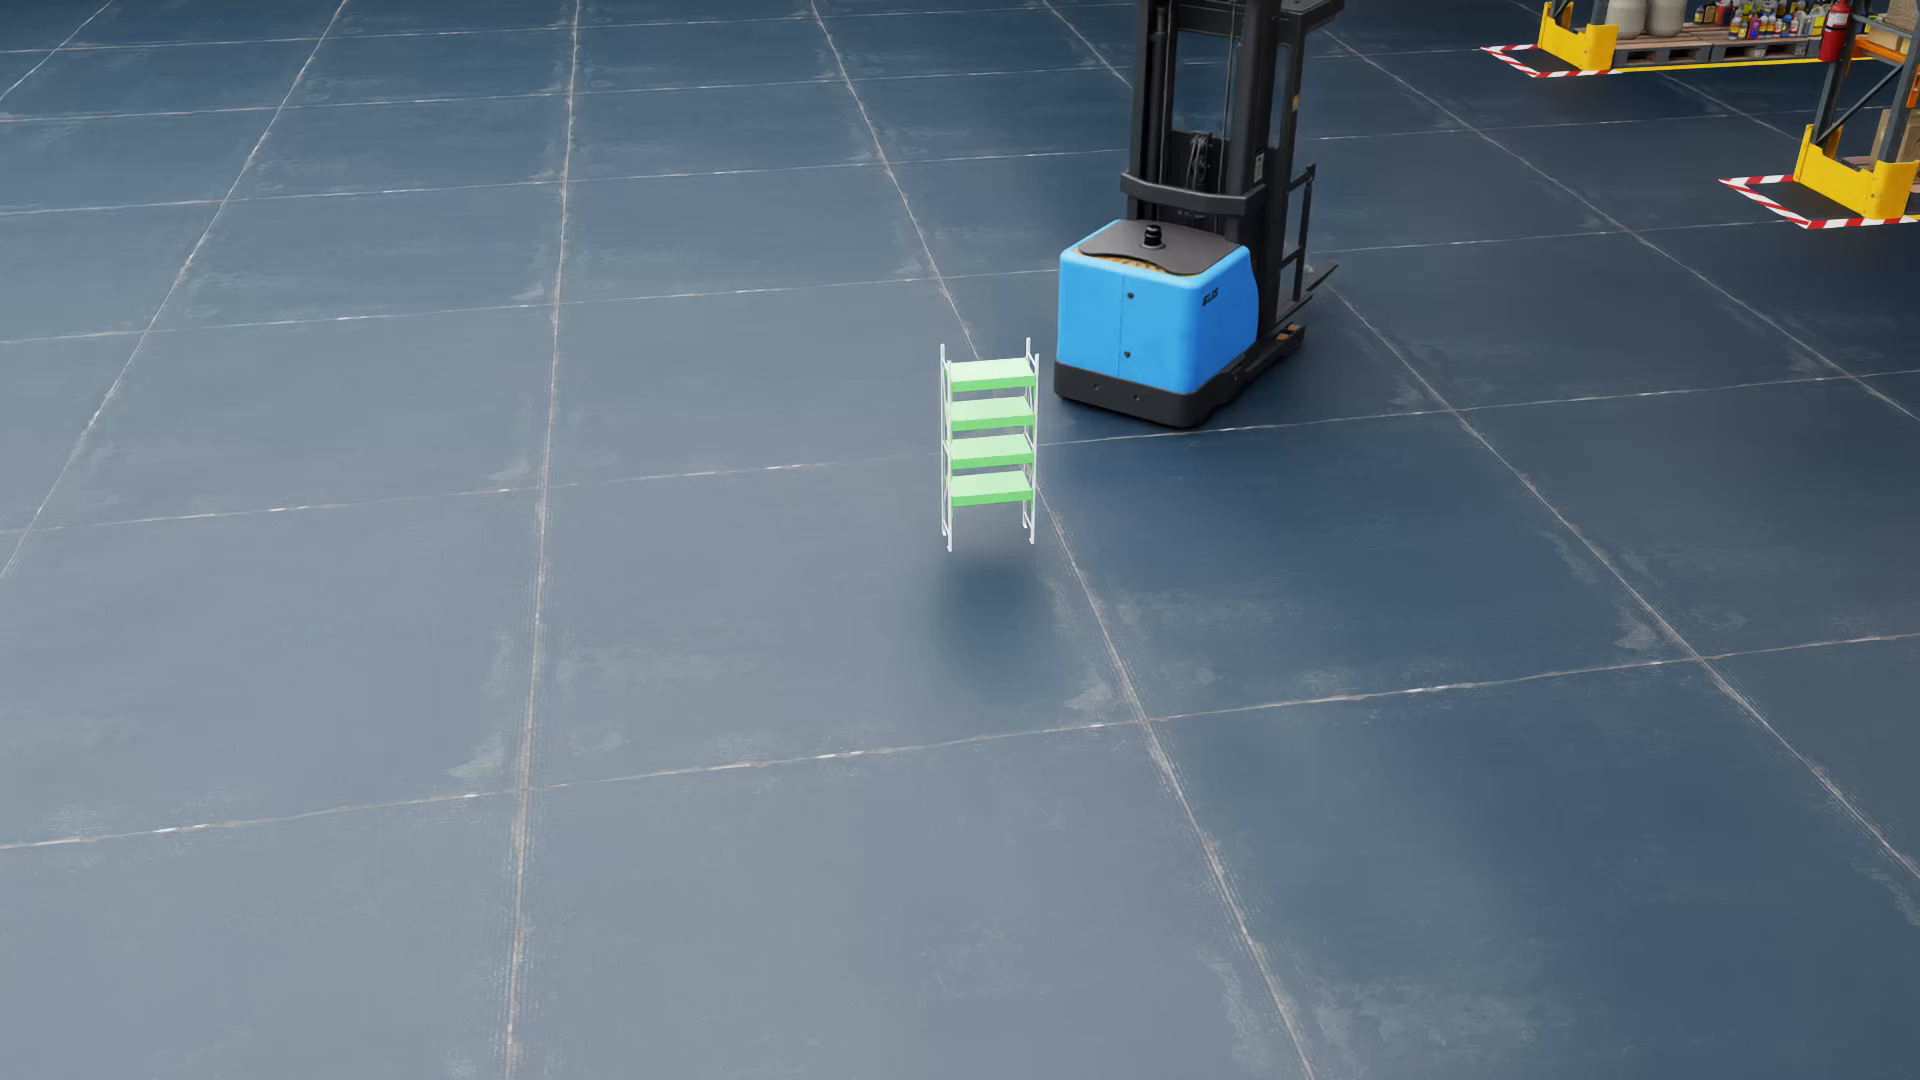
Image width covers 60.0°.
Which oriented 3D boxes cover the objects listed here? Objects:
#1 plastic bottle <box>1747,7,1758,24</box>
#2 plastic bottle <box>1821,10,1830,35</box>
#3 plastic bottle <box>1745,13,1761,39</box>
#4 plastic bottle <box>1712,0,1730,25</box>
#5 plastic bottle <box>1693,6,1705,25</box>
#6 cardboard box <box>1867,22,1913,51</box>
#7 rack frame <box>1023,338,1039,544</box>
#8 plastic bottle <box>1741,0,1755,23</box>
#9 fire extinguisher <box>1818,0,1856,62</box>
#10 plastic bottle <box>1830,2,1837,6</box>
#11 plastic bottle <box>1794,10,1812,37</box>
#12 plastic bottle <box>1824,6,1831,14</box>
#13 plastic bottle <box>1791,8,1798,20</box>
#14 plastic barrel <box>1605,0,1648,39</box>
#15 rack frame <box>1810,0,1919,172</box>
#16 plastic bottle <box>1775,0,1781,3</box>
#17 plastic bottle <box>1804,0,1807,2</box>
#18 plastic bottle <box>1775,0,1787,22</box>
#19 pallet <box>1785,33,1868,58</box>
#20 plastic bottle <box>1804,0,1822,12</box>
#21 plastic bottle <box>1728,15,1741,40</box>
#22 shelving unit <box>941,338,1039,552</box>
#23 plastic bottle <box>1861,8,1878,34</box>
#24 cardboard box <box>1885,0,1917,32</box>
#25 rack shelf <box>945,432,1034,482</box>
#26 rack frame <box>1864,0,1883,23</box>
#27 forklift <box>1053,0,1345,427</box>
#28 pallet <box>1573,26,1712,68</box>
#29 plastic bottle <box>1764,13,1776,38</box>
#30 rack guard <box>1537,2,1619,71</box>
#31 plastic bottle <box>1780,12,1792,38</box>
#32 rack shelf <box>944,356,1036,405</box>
[{"bbox_3d":[9.375,-6.202,19.665,0.097,0.201,0.097,0,30,0],"label":"plastic bottle"},{"bbox_3d":[10.043,-5.978,19.202,0.133,0.283,0.061,-3,31,-6],"label":"plastic bottle"},{"bbox_3d":[9.097,-5.890,19.053,0.133,0.283,0.061,-5,31,-8],"label":"plastic bottle"},{"bbox_3d":[9.012,-6.260,19.691,0.135,0.276,0.152,-5,31,-9],"label":"plastic bottle"},{"bbox_3d":[8.759,-6.219,19.694,0.097,0.201,0.097,0,30,0],"label":"plastic bottle"},{"bbox_3d":[8.167,-4.400,14.522,0.250,0.149,0.380,-5,31,-9],"label":"cardboard box"},{"bbox_3d":[0.403,-0.555,9.509,0.015,1.200,0.240,-5,31,-9],"label":"rack frame"},{"bbox_3d":[9.310,-6.322,19.722,0.185,0.351,0.144,-4,31,-7],"label":"plastic bottle"},{"bbox_3d":[7.728,-4.566,14.632,0.183,0.674,0.296,-5,31,-9],"label":"fire extinguisher"},{"bbox_3d":[10.474,-6.378,19.964,0.097,0.201,0.097,0,30,0],"label":"plastic bottle"},{"bbox_3d":[9.717,-5.968,19.193,0.135,0.276,0.152,-5,31,-8],"label":"plastic bottle"},{"bbox_3d":[10.144,-6.082,19.386,0.135,0.276,0.152,-5,31,-9],"label":"plastic bottle"},{"bbox_3d":[9.698,-6.024,19.281,0.133,0.283,0.061,-5,31,-9],"label":"plastic bottle"},{"bbox_3d":[7.665,-6.056,19.130,0.421,0.512,0.421,0,30,0],"label":"plastic barrel"},{"bbox_3d":[7.923,-4.380,14.239,0.127,3.000,1.000,-5,31,-9],"label":"rack frame"},{"bbox_3d":[9.742,-6.355,19.844,0.133,0.283,0.061,-4,31,-7],"label":"plastic bottle"},{"bbox_3d":[10.097,-6.395,19.847,0.185,0.351,0.144,-4,31,-8],"label":"plastic bottle"},{"bbox_3d":[9.774,-6.312,19.783,0.097,0.271,0.097,0,30,0],"label":"plastic bottle"},{"bbox_3d":[10.298,-5.972,19.698,1.213,0.211,1.003,-5,31,-9],"label":"pallet"},{"bbox_3d":[10.123,-6.324,19.724,0.185,0.351,0.144,-5,31,-9],"label":"plastic bottle"},{"bbox_3d":[8.871,-5.873,19.036,0.097,0.271,0.097,0,30,0],"label":"plastic bottle"},{"bbox_3d":[0.163,-0.532,9.472,0.503,1.200,0.258,-5,31,-9],"label":"shelving unit"},{"bbox_3d":[10.552,-6.025,19.283,0.133,0.283,0.061,-4,31,-6],"label":"plastic bottle"},{"bbox_3d":[8.469,-4.588,14.201,0.500,0.500,0.875,-5,31,-9],"label":"cardboard box"},{"bbox_3d":[0.163,-0.477,9.504,0.480,0.148,0.258,-5,31,-9],"label":"rack shelf"},{"bbox_3d":[10.966,-7.214,19.060,0.127,3.000,1.000,-5,31,-9],"label":"rack frame"},{"bbox_3d":[1.863,-2.703,11.456,1.130,2.935,3.031,18,35,28],"label":"forklift"},{"bbox_3d":[7.898,-5.749,19.319,1.213,0.211,1.003,-5,31,-9],"label":"pallet"},{"bbox_3d":[9.306,-5.913,19.105,0.097,0.271,0.097,0,30,0],"label":"plastic bottle"},{"bbox_3d":[7.098,-5.802,19.124,0.348,0.500,1.175,-5,31,-9],"label":"rack guard"},{"bbox_3d":[9.506,-5.932,19.137,0.097,0.271,0.097,0,30,0],"label":"plastic bottle"},{"bbox_3d":[0.163,-0.891,9.261,0.480,0.148,0.258,-5,31,-9],"label":"rack shelf"}]
